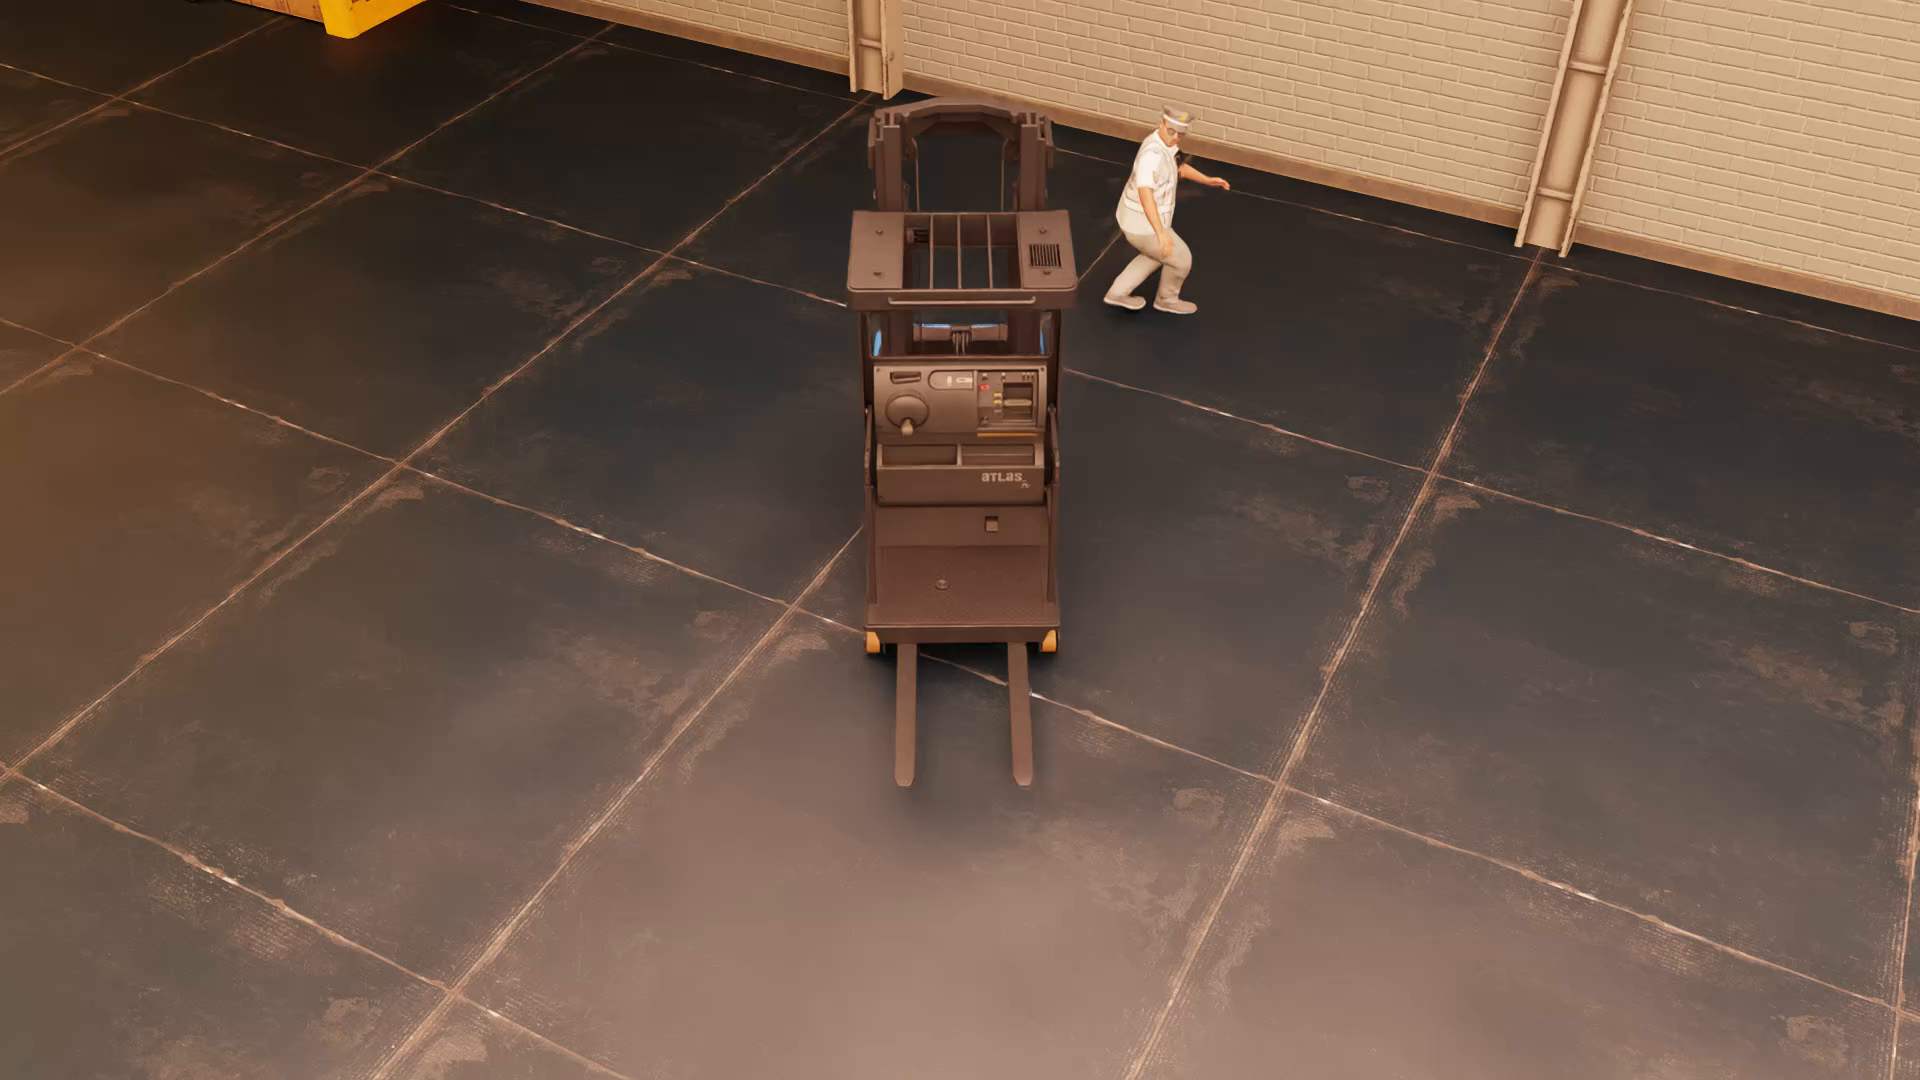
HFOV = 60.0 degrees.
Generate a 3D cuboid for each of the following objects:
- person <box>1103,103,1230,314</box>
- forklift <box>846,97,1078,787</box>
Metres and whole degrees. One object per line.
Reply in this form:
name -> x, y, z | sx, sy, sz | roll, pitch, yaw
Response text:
person -> 1.481, -2.245, 11.675 | 0.867, 1.637, 0.887 | -3, 40, -3
forklift -> 0.006, -0.680, 8.793 | 1.130, 2.935, 3.031 | 0, 40, 0
